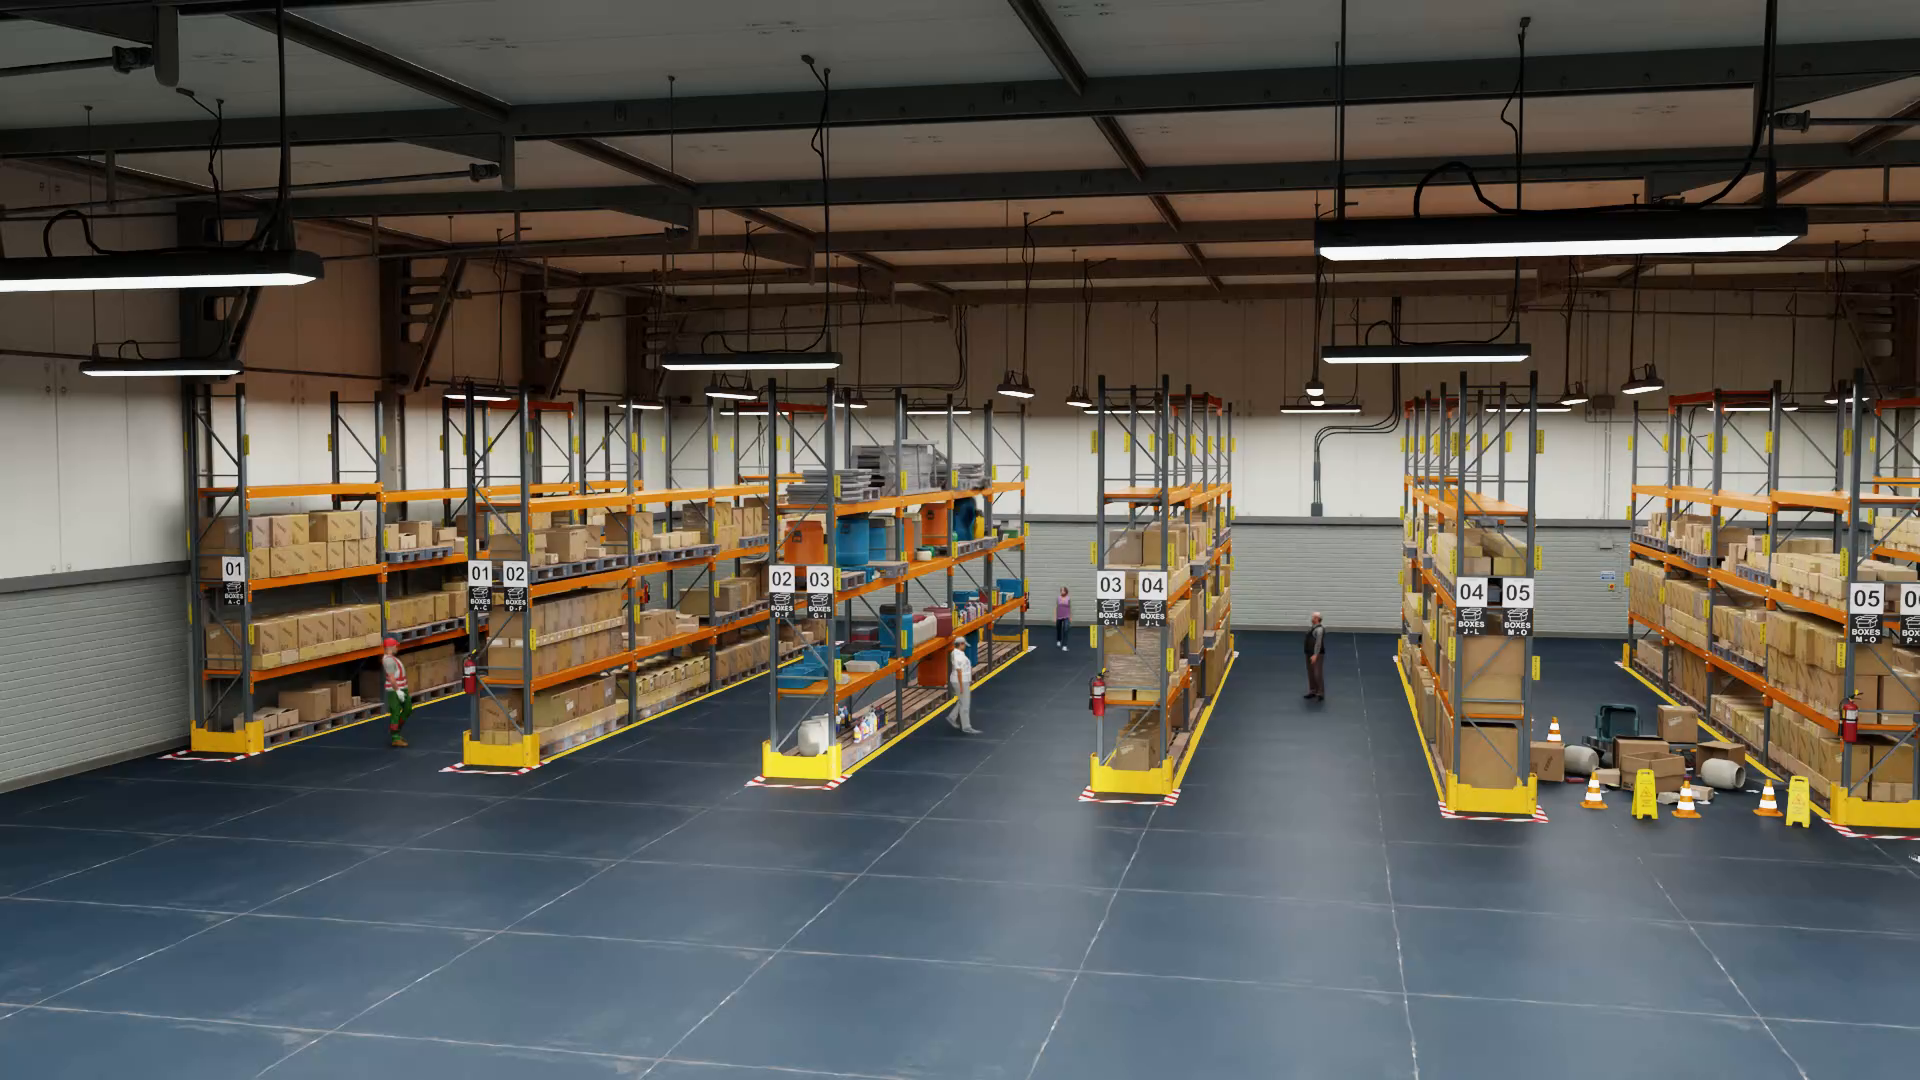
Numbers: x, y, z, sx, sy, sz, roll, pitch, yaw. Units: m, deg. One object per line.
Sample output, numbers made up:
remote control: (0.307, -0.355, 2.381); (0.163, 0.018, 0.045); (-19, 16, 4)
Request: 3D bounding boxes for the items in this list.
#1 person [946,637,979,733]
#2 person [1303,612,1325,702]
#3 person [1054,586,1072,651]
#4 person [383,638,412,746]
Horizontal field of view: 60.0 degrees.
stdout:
person: (0.048, 2.524, 29.077); (0.525, 1.671, 0.526); (0, 3, -7)
person: (6.967, 2.287, 32.630); (0.398, 1.750, 0.524); (-1, 3, -19)
person: (2.515, 1.898, 40.530); (0.444, 1.542, 0.830); (0, 3, 3)
person: (-9.393, 2.522, 27.759); (0.516, 1.798, 0.654); (0, 3, 5)
